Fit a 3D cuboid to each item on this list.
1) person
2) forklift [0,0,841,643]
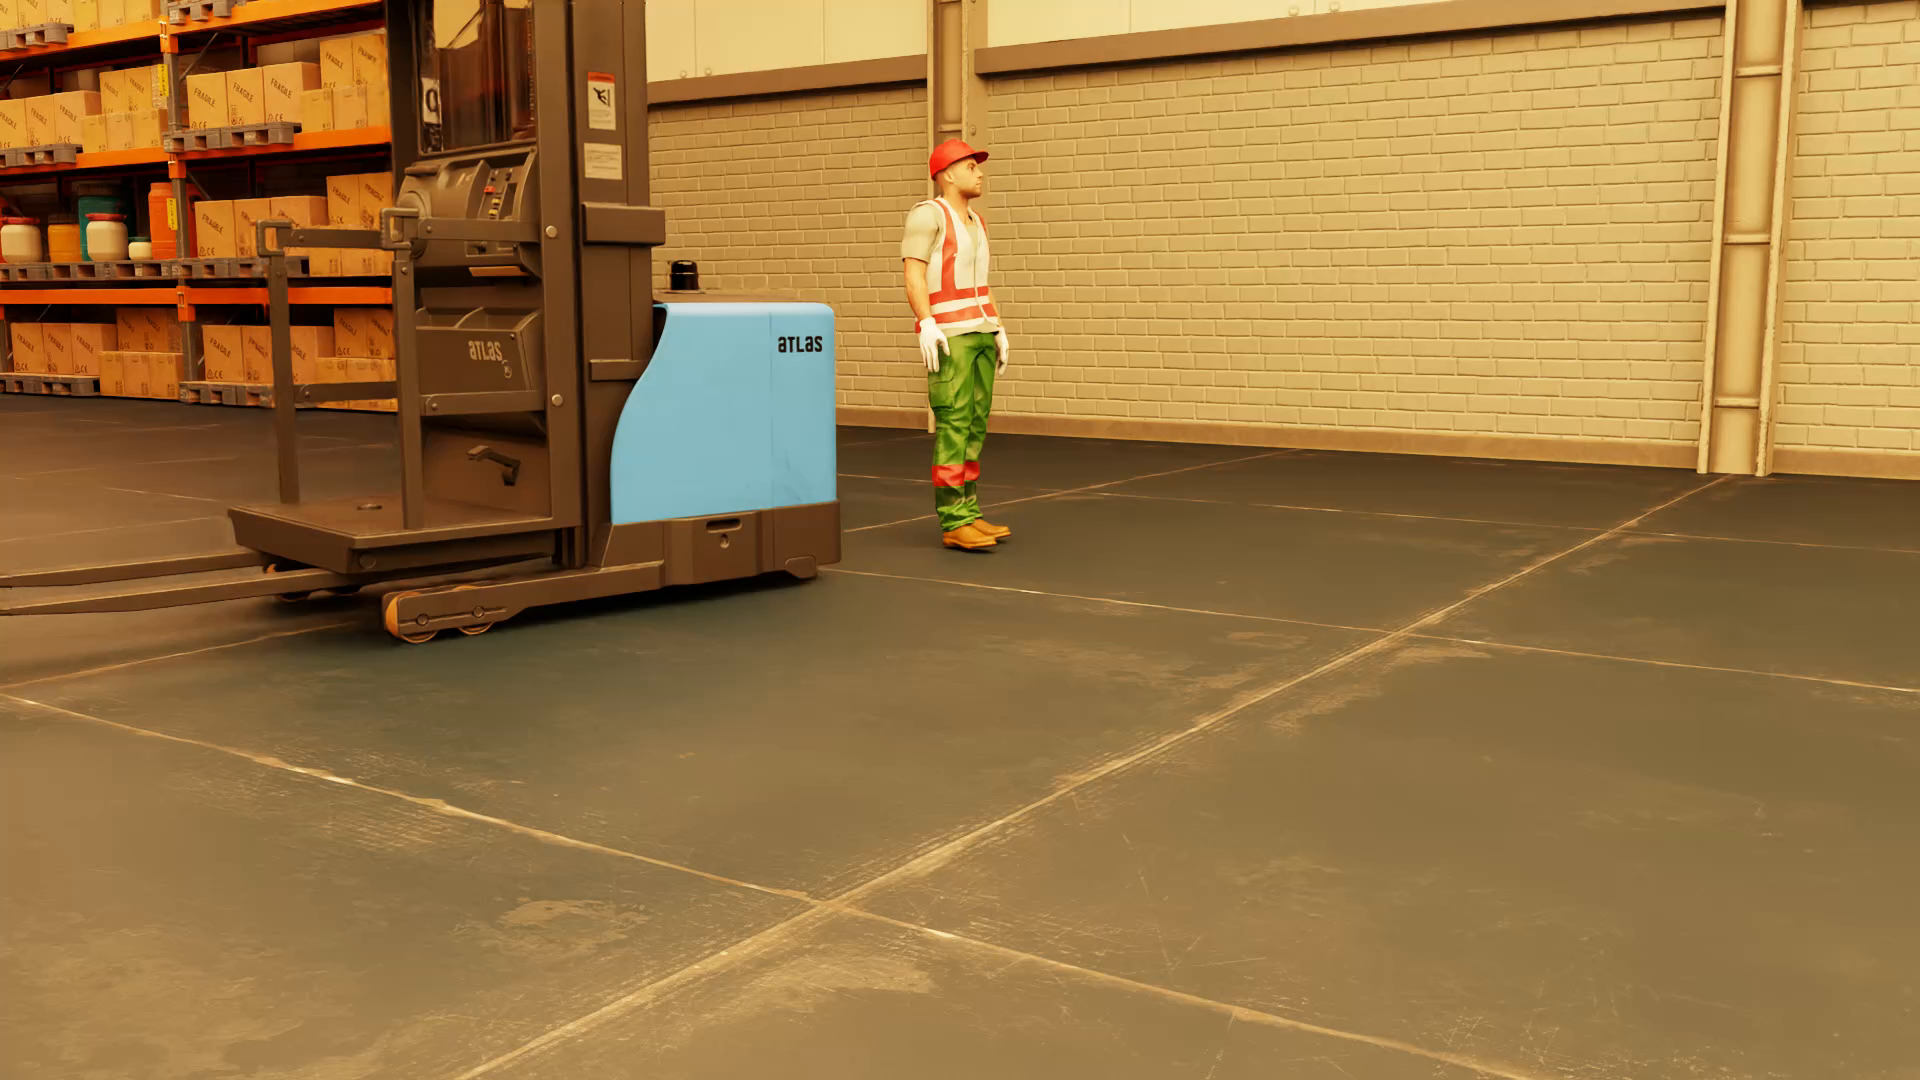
[{"bbox_3d":[0.061,-0.885,7.423,0.562,1.789,0.638,5,10,34],"label":"person"},{"bbox_3d":[-1.882,-1.204,5.661,3.031,2.935,1.130,-8,11,-43],"label":"forklift"}]
